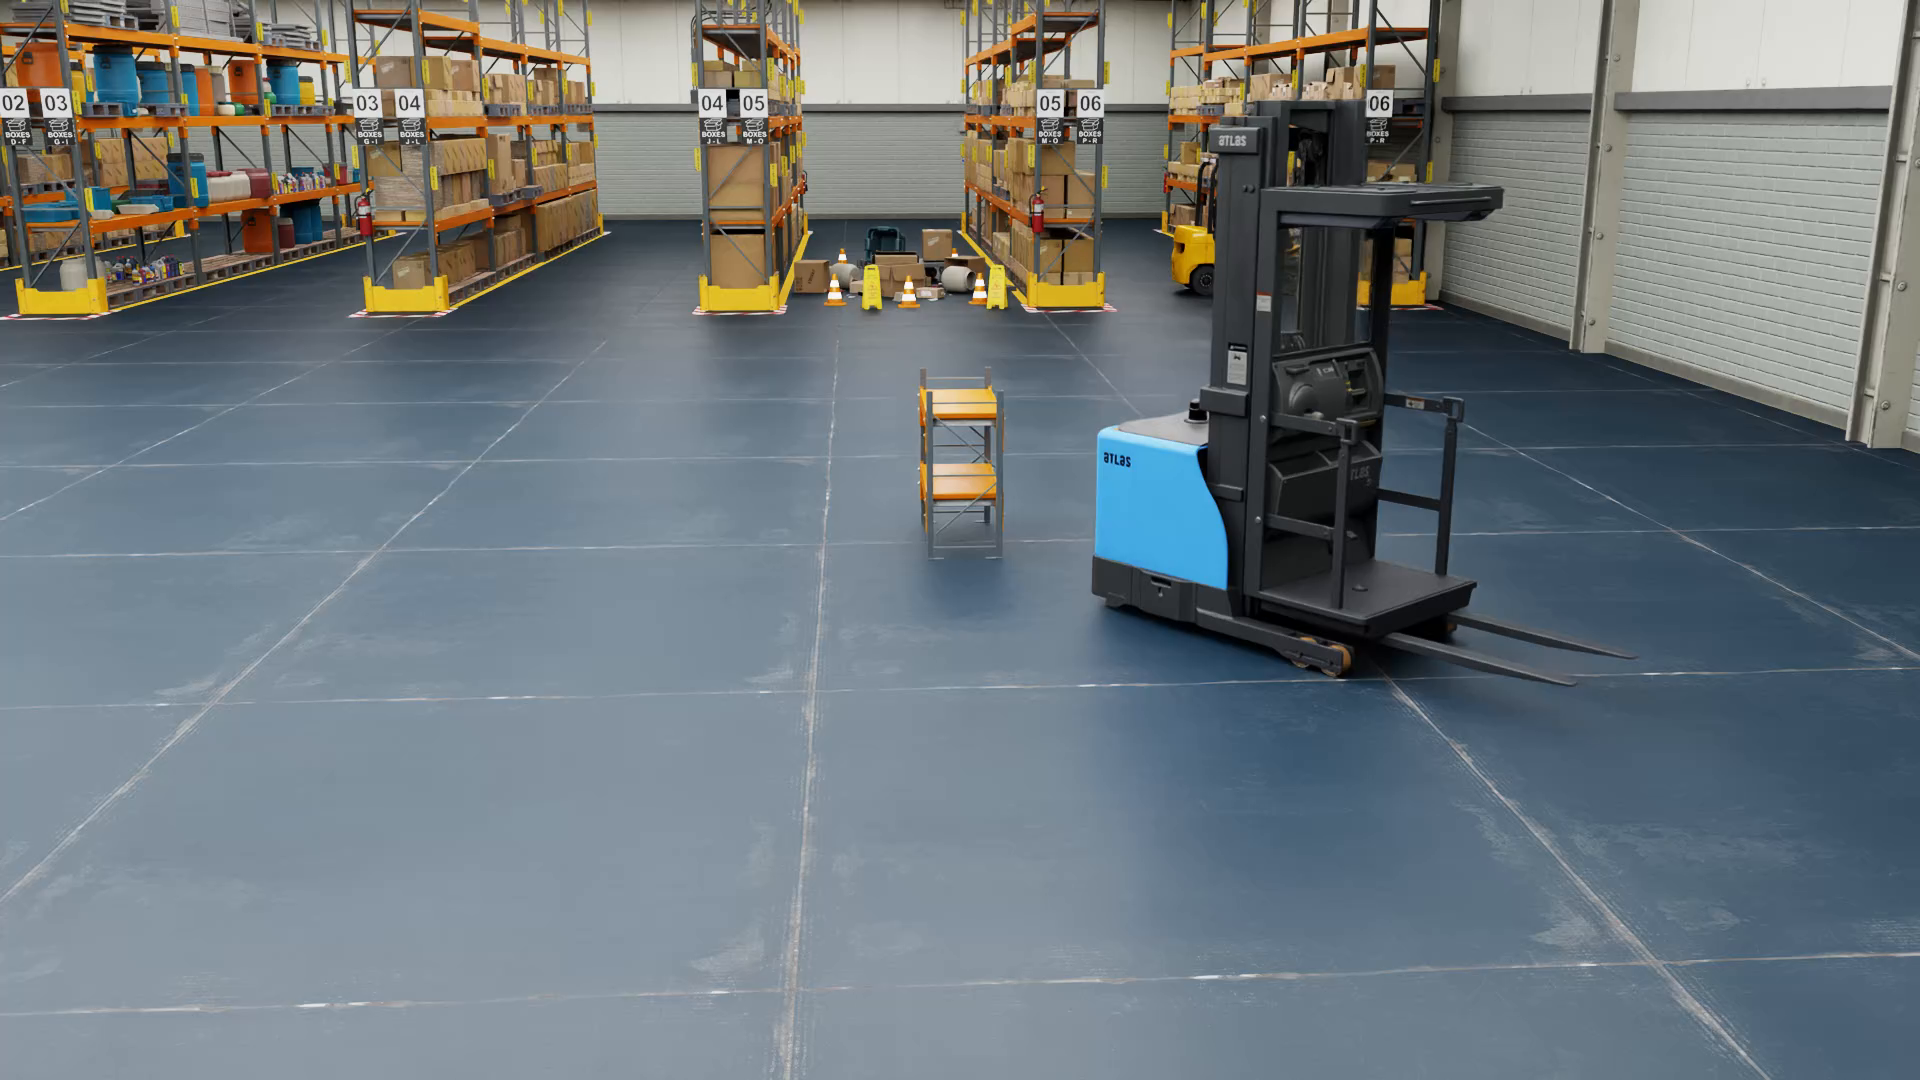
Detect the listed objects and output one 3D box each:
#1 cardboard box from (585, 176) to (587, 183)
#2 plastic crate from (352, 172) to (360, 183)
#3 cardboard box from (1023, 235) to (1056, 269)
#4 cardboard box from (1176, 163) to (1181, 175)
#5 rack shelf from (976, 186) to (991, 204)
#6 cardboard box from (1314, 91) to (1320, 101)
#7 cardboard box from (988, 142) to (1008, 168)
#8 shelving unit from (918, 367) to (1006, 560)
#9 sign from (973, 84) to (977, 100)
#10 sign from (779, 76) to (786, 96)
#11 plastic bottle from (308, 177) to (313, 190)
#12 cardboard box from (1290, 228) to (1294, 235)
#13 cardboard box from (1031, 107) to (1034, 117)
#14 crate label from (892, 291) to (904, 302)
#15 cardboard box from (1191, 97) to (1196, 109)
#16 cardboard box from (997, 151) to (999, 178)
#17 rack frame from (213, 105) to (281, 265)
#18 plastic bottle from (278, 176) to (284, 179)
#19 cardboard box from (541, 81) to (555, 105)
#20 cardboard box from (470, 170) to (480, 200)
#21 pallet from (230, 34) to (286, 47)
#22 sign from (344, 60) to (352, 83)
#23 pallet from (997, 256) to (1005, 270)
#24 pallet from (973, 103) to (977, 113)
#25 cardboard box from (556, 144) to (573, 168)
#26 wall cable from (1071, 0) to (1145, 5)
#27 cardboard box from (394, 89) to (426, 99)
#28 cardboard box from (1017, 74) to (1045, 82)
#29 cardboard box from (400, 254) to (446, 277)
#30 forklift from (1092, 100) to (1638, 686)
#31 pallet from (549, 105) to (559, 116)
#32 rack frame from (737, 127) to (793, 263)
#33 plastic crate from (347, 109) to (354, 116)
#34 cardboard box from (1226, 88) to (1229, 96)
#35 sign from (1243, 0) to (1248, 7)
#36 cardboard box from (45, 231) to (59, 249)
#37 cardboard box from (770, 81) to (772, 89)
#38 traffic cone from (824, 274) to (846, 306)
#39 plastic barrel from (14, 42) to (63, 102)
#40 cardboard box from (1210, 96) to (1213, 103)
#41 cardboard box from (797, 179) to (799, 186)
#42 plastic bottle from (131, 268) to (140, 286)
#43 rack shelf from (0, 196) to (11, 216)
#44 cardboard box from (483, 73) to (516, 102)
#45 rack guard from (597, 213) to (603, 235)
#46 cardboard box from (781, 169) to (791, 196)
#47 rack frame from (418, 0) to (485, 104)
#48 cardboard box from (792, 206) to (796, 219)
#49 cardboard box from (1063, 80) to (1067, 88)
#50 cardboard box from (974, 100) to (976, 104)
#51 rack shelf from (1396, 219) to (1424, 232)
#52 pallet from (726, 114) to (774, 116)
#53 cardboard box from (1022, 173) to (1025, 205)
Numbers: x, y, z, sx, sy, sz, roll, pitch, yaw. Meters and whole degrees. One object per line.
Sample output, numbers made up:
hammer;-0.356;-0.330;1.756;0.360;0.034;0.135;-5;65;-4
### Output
cardboard box;-8.827;-8.337;38.414;0.380;0.149;0.250;-1;14;-3
plastic crate;-13.819;-8.225;37.691;0.416;0.233;0.300;-1;14;-3
cardboard box;1.278;-4.594;26.533;0.500;0.500;0.500;0;14;-1
cardboard box;5.412;-8.794;39.390;0.500;0.250;0.500;-1;14;-4
rack shelf;1.004;-7.173;34.829;1.077;0.370;4.000;-1;14;-3
cardboard box;6.102;-7.382;27.639;0.380;0.149;0.250;0;14;-2
cardboard box;0.835;-7.681;33.153;0.500;0.500;0.500;-1;14;-5
shelving unit;0.000;-0.546;11.393;0.538;1.125;1.048;-1;14;-3
sign;0.326;-9.751;36.190;0.100;0.325;0.005;-1;14;-3
sign;-3.005;-7.678;28.132;0.100;0.325;0.005;-1;14;-3
plastic bottle;-13.553;-7.420;34.594;0.152;0.276;0.135;-1;14;-3
cardboard box;6.046;-5.338;28.921;0.500;0.250;0.500;-1;14;-4
cardboard box;1.274;-6.511;25.298;0.380;0.149;0.250;-1;14;-3
crate label;-0.888;-3.828;26.130;0.250;0.136;0.298;-9;17;-32
cardboard box;5.512;-9.866;37.535;0.500;0.250;0.500;-1;14;-5
cardboard box;0.964;-7.175;31.752;0.500;0.500;0.500;0;14;-1
rack frame;-13.706;-6.795;31.915;1.000;3.000;0.127;-1;14;-3
plastic bottle;-14.283;-7.517;34.973;0.152;0.276;0.135;-1;14;-3
cardboard box;-8.965;-9.426;35.080;0.700;0.500;0.500;-1;14;-2
cardboard box;-8.549;-5.956;27.857;0.875;0.500;0.500;-1;14;-3
pallet;-13.720;-9.595;31.940;1.213;0.211;1.003;-1;14;-3
sign;-8.823;-6.759;23.981;0.100;0.325;0.005;-1;14;-3
pallet;1.247;-5.177;31.222;1.003;0.211;1.213;-1;14;-3
pallet;0.840;-9.632;37.102;1.003;0.211;1.213;-1;14;-3
cardboard box;-8.785;-8.424;36.445;0.500;0.500;0.500;-1;14;-3
wall cable;3.532;-13.392;45.442;2.988;3.039;0.133;-1;14;-3
cardboard box;-8.054;-6.527;24.354;0.380;0.149;0.250;-1;14;-4
cardboard box;1.213;-7.997;29.023;0.500;0.250;0.500;-1;14;-2
cardboard box;-8.361;-4.178;25.919;0.500;0.500;0.500;3;15;11
forklift;2.154;-0.845;8.928;1.130;2.935;3.031;-13;19;-41
pallet;-8.905;-8.999;34.845;0.805;0.209;1.217;-1;15;-6
rack frame;-3.806;-6.923;32.412;1.000;3.000;0.127;-1;14;-3
plastic crate;-13.826;-9.599;37.324;0.437;0.136;0.530;-1;14;-3
cardboard box;5.685;-9.222;34.235;0.380;0.149;0.250;-1;14;-3
sign;5.541;-10.487;32.192;0.100;0.325;0.005;-1;14;-3
cardboard box;-18.458;-6.094;33.326;0.500;0.500;0.500;-1;14;-4
cardboard box;-3.117;-6.959;25.195;0.500;0.250;0.500;-1;14;-4
traffic cone;-1.926;-3.858;25.594;0.336;0.463;0.334;-1;14;-3
plastic barrel;-13.368;-6.788;24.164;0.600;0.830;0.708;-1;14;-3
cardboard box;5.521;-9.345;35.267;0.380;0.149;0.250;-1;14;-4
cardboard box;-3.745;-7.871;36.603;0.380;0.149;0.250;0;14;-1
plastic bottle;-13.012;-4.153;26.238;0.097;0.271;0.097;0;14;0
rack shelf;-18.527;-5.873;29.778;1.077;0.370;4.000;-1;14;-3
cardboard box;-8.426;-8.249;30.343;0.500;0.500;0.500;-1;14;-2
rack guard;-9.260;-7.656;40.279;1.175;0.500;0.348;-1;14;-3
cardboard box;-3.510;-6.863;31.980;0.500;0.500;0.500;-1;14;-3
rack frame;-8.515;-8.782;27.598;1.000;3.000;0.127;-1;14;-3
cardboard box;-3.690;-6.833;34.731;0.500;0.250;0.500;-2;15;-6
cardboard box;1.774;-6.906;25.230;0.380;0.149;0.250;-1;14;-4
cardboard box;0.505;-9.821;37.119;0.380;0.149;0.250;-1;14;-2
rack shelf;6.454;-5.261;27.398;1.077;0.370;4.000;-1;14;-3
pallet;-3.665;-7.515;29.079;0.805;0.209;1.217;-1;15;-6
cardboard box;1.261;-5.607;26.500;0.500;0.500;0.500;-1;14;-4
